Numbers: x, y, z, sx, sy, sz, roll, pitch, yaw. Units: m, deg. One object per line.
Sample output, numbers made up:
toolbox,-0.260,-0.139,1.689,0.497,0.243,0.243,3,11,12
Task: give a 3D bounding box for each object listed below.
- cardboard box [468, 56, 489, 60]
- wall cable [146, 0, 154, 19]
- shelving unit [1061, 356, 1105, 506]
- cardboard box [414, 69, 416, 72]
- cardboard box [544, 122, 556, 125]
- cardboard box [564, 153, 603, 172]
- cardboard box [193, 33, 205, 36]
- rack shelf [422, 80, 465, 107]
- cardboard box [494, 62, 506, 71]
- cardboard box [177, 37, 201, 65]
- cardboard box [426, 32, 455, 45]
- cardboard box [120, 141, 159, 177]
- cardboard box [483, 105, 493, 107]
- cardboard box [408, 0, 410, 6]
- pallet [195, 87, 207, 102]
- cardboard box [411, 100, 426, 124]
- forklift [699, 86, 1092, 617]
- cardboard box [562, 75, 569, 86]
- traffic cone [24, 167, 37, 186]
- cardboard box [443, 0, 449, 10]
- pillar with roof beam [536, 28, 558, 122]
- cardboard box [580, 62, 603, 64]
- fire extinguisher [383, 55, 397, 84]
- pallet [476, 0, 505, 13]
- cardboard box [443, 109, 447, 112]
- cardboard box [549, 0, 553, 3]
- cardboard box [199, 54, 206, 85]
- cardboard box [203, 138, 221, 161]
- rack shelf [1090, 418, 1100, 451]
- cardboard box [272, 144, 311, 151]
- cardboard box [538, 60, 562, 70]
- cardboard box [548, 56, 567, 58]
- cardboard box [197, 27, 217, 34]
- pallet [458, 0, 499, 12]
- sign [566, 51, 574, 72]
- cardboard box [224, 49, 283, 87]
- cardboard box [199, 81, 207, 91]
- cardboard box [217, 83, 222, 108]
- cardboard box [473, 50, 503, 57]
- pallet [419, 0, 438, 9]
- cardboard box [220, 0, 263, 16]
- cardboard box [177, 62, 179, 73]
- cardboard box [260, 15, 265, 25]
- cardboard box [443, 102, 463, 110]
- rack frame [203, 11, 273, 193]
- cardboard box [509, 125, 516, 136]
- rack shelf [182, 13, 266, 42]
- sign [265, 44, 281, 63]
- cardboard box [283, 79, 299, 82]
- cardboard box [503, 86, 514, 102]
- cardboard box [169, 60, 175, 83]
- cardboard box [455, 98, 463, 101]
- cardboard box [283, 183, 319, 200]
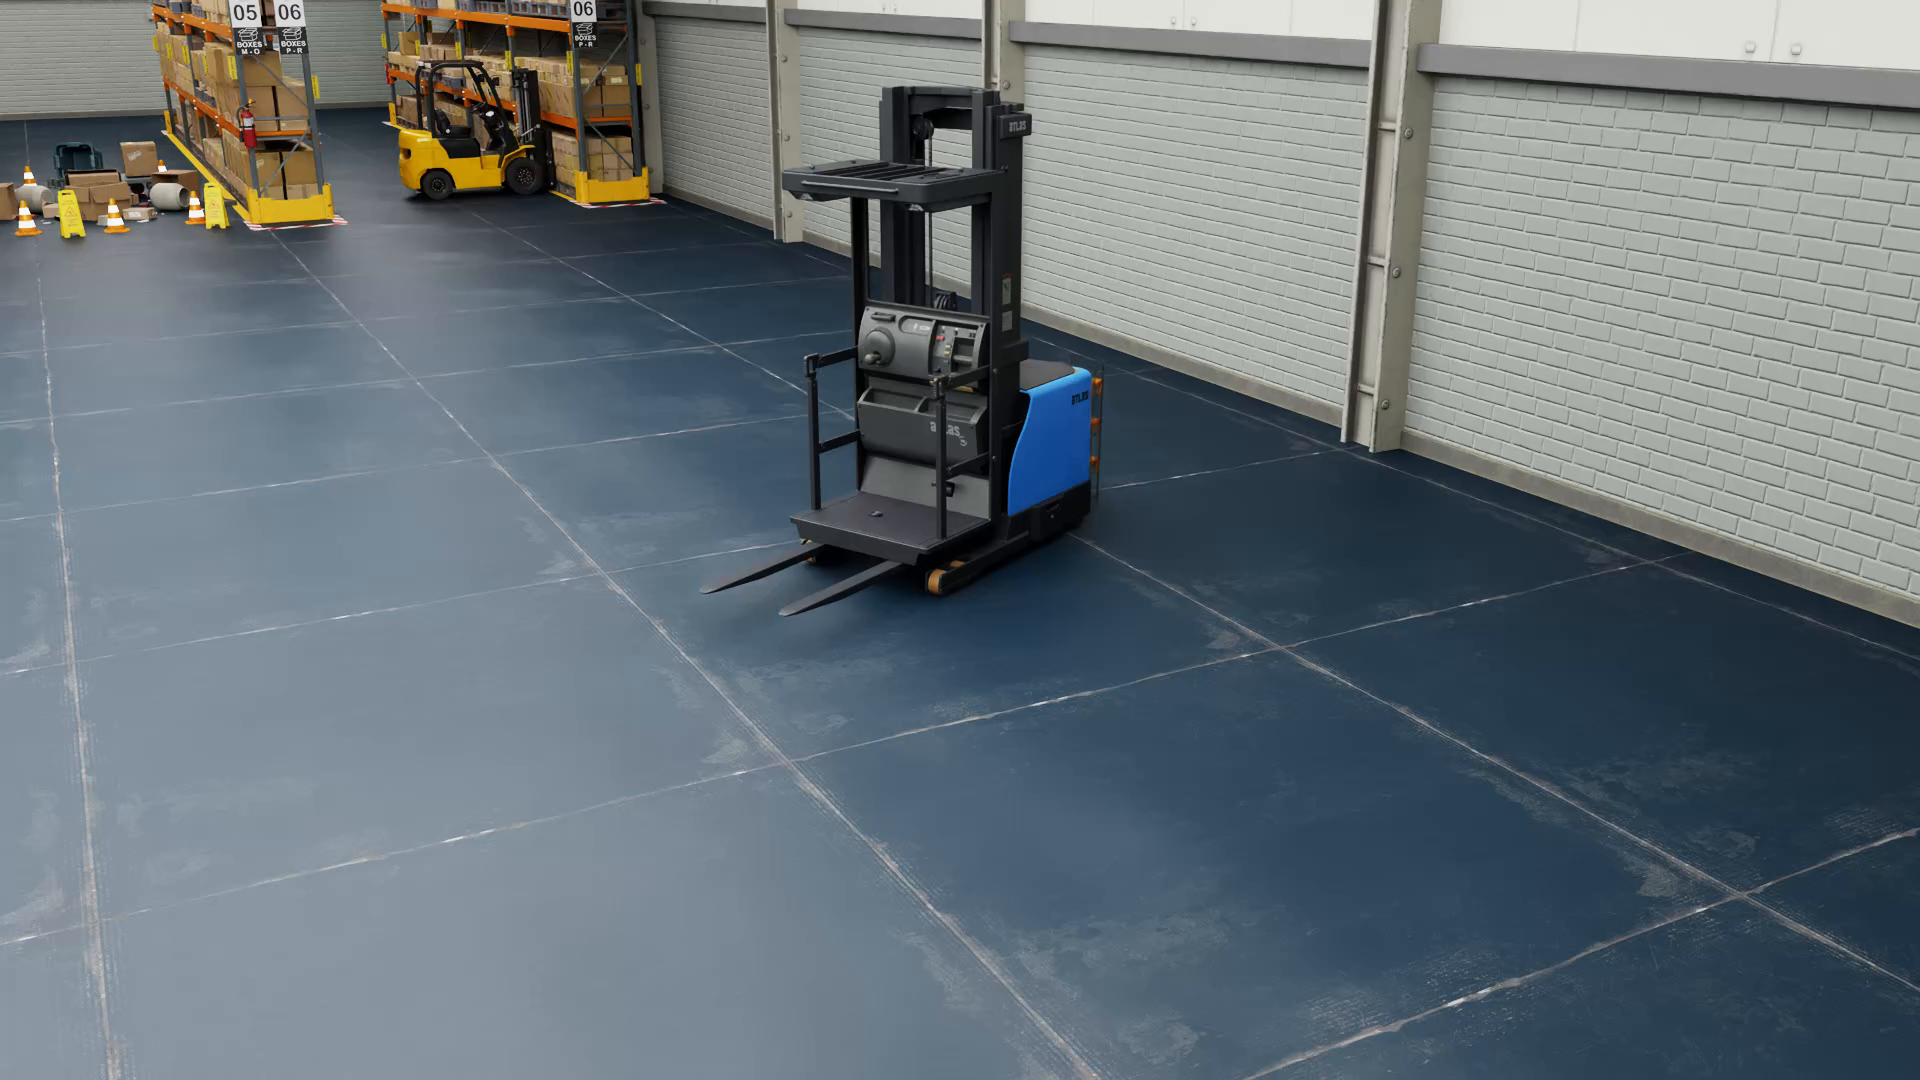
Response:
cardboard box,-9.485,-9.452,32.776,0.380,0.149,0.250,-9,21,-25
wall cable,-20.368,-12.948,42.451,0.585,1.953,0.123,-10,21,-27
shelving unit,0.839,-0.744,11.666,0.252,1.050,0.215,9,20,22
cardboard box,-12.065,-10.536,37.450,0.380,0.149,0.250,-9,21,-25
cardboard box,-7.201,-7.423,30.084,0.500,0.250,0.500,-10,21,-26
cardboard box,-6.212,-6.241,27.425,0.500,0.250,0.500,-10,22,-27
cardboard box,-15.784,-10.384,34.939,0.500,0.500,0.500,-10,21,-26
rack shelf,-10.454,-9.545,35.299,1.077,0.370,4.000,-10,21,-27
cardboard box,-8.413,-8.785,30.845,0.380,0.149,0.250,-11,22,-28
cardboard box,-15.062,-9.605,32.683,0.500,0.500,0.500,-10,22,-28
cardboard box,-11.877,-11.353,38.057,0.500,0.500,0.500,-11,22,-28
cardboard box,-13.524,-6.285,27.419,0.500,0.500,0.500,-10,21,-27
cardboard box,-9.817,-9.065,34.996,0.380,0.149,0.250,-11,22,-29
cardboard box,-12.068,-11.966,36.996,0.380,0.149,0.250,-9,21,-25
pallet,-13.439,-8.263,30.772,1.213,0.211,1.003,-10,21,-27
cardboard box,-12.232,-9.885,38.368,0.700,0.500,0.500,-11,22,-29
forklift,-0.362,-1.219,10.171,1.130,2.935,3.031,13,23,33
cardboard box,-6.264,-7.494,27.102,0.380,0.149,0.250,-10,21,-26
traffic cone,-15.588,-6.017,27.860,0.336,0.463,0.334,-10,21,-27
cardboard box,-10.201,-10.912,33.788,0.500,0.250,0.500,-10,21,-26
pillar with roof beam,-11.881,-11.246,29.926,9.100,9.000,0.400,-10,21,-27
cardboard box,-6.161,-7.938,27.933,0.380,0.149,0.250,-9,21,-25
fire extinguisher,-13.780,-11.366,40.161,0.296,0.674,0.183,-10,21,-27
pallet,-8.570,-10.139,31.605,1.003,0.211,1.213,-9,21,-24
cardboard box,-10.878,-9.008,35.825,0.500,0.500,0.500,-11,22,-28
cardboard box,-6.487,-8.879,27.074,0.396,0.266,0.258,-10,21,-27
cardboard box,-13.119,-8.318,29.386,0.500,0.500,0.500,-11,22,-29
cardboard box,-13.612,-7.334,31.172,0.950,0.372,0.625,-12,22,-30
rack shelf,0.838,-0.734,11.670,0.240,0.259,0.215,9,20,22
cardboard box,-10.476,-5.929,26.136,0.500,0.500,0.500,-11,22,-29
cardboard box,-7.033,-8.163,28.585,0.380,0.149,0.250,-10,21,-27
cardboard box,-7.188,-8.613,29.889,0.380,0.149,0.250,-10,21,-27
cardboard box,-15.692,-10.647,34.708,0.380,0.149,0.250,-10,22,-27
pallet,-9.104,-10.459,32.534,1.213,0.211,1.003,-9,21,-24
sign,-6.190,-7.594,26.402,0.100,0.325,0.005,-10,21,-27
cardboard box,-10.507,-7.018,24.730,0.700,0.500,0.500,-11,22,-28
cardboard box,-13.574,-8.245,30.168,0.380,0.149,0.250,-10,21,-26
cardboard box,-11.749,-7.271,26.995,0.500,0.500,0.500,-10,21,-27
cardboard box,-9.611,-9.729,33.931,0.500,0.500,0.500,-9,21,-24
pallet,-10.661,-11.293,34.951,1.213,0.211,1.003,-10,21,-27
cardboard box,-10.552,-7.838,24.422,0.500,0.250,0.500,-10,22,-27
cardboard box,-15.538,-9.540,33.643,0.500,0.250,0.500,-10,21,-26
cardboard box,-10.382,-7.900,25.213,0.380,0.149,0.250,-10,21,-27
cardboard box,-10.908,-9.345,35.810,0.380,0.149,0.250,-10,21,-27
rack frame,-11.972,-7.393,27.958,1.000,3.000,0.127,-10,21,-27
cardboard box,-7.863,-7.387,30.938,0.875,0.625,0.625,-9,21,-24
rack shelf,-12.921,-9.045,29.250,1.077,0.370,4.000,-10,21,-27
sign,-18.114,-12.828,43.853,0.329,0.494,0.001,-10,21,-27
cardboard box,-10.545,-6.906,25.937,0.500,0.500,0.500,-10,22,-28
cardboard box,-8.075,-8.196,30.516,0.500,0.250,0.500,-9,21,-25
cardboard box,-16.465,-9.977,35.294,0.500,0.500,0.500,-11,22,-28
cardboard box,-10.976,-9.722,36.902,0.380,0.149,0.250,-11,22,-29
cardboard box,-10.212,-5.418,25.806,0.500,0.250,0.500,-10,21,-27
